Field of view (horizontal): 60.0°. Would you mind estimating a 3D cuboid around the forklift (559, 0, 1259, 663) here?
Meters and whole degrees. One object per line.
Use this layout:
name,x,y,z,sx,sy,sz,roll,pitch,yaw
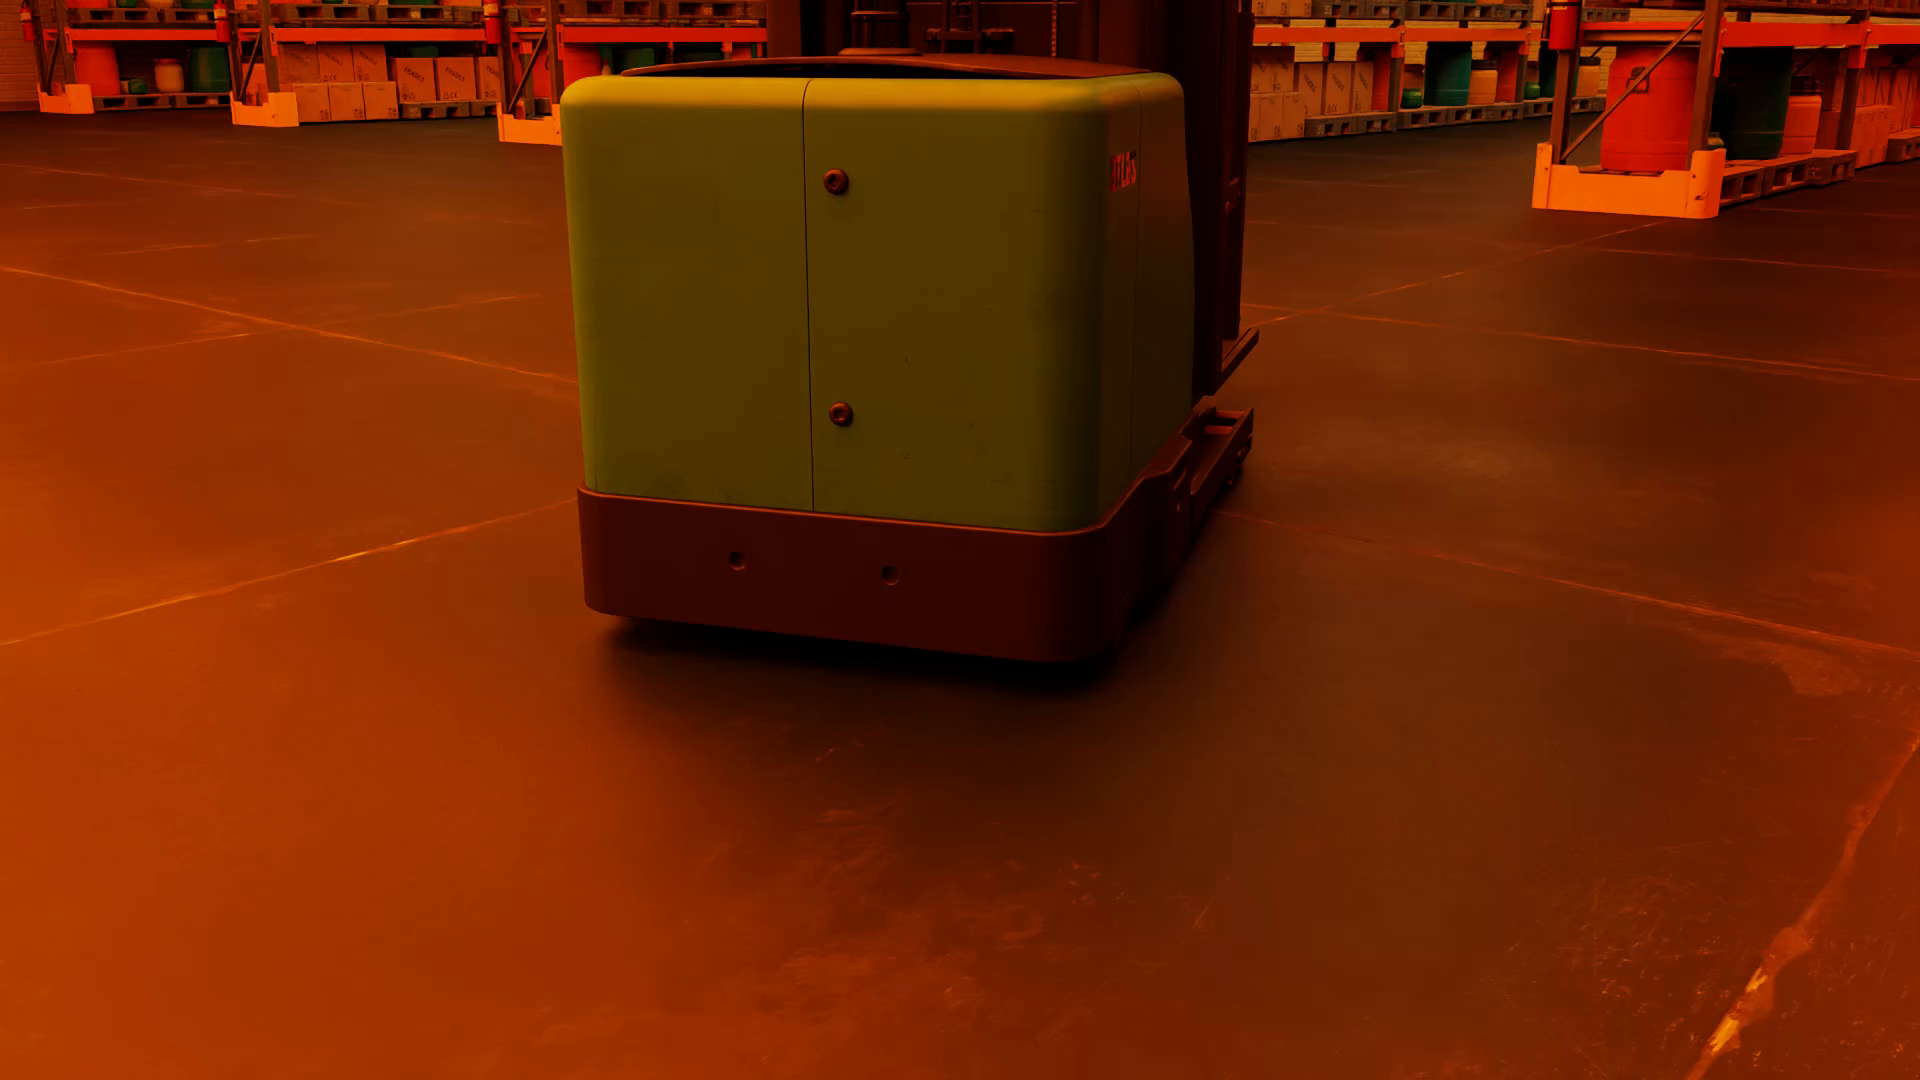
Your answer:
forklift,0.182,-1.571,4.072,1.130,2.935,3.031,5,18,17
